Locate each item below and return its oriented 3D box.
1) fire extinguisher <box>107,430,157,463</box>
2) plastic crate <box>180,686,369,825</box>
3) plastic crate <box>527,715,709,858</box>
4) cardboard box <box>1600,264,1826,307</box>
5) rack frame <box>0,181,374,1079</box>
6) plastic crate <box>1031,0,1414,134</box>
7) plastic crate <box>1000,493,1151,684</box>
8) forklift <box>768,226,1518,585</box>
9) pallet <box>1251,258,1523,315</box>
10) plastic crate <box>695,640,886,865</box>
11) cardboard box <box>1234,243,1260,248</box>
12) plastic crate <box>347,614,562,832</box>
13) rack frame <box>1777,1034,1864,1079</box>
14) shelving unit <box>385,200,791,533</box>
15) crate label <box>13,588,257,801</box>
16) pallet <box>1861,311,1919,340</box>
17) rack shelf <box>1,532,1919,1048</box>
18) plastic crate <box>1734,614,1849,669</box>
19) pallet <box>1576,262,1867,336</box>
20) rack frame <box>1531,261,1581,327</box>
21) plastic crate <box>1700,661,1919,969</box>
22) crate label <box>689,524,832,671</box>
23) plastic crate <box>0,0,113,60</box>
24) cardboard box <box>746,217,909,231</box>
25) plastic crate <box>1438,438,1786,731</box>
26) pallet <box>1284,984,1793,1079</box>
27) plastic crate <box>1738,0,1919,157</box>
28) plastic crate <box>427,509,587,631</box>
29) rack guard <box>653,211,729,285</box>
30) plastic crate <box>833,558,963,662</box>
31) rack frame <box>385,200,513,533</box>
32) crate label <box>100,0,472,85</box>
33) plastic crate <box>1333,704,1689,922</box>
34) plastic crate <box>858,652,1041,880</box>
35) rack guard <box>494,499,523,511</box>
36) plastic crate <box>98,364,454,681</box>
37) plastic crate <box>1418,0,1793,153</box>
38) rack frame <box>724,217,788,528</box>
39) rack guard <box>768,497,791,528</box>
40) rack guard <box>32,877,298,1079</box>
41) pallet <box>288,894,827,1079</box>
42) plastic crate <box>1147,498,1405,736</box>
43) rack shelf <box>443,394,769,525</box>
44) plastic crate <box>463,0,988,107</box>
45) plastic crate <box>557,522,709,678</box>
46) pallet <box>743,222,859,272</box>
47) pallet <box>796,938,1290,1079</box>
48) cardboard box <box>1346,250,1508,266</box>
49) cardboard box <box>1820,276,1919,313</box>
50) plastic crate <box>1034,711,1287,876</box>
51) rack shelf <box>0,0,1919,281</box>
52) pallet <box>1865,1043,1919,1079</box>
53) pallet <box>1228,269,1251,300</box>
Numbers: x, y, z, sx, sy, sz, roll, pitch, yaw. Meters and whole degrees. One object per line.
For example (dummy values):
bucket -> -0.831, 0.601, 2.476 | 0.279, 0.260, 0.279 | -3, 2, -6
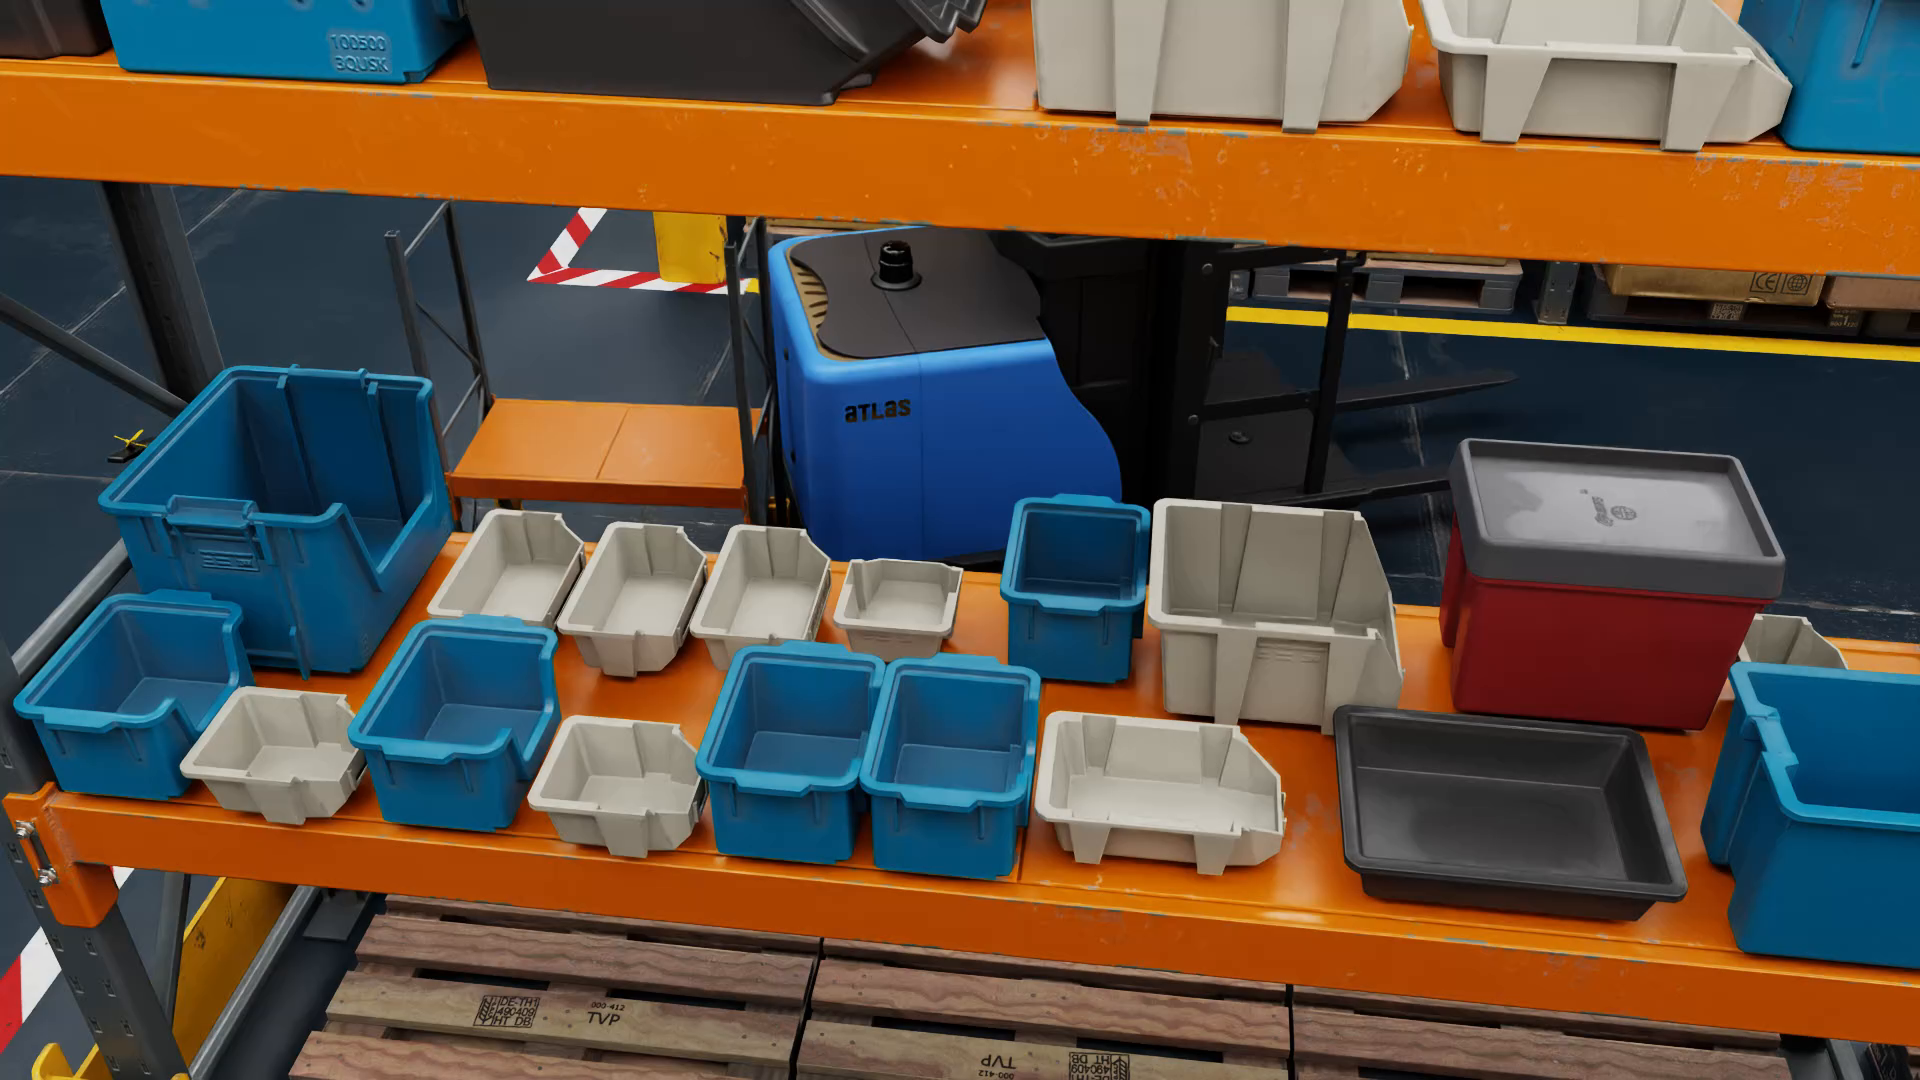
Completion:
fire extinguisher -> -1.911, -0.023, 4.088 | 0.183, 0.674, 0.296 | 4, 36, 6
plastic crate -> -1.309, 0.429, 3.243 | 0.298, 0.136, 0.250 | 4, 36, 6
plastic crate -> -0.636, 0.479, 3.172 | 0.298, 0.136, 0.250 | 4, 36, 6
cardboard box -> 3.416, -1.762, 7.604 | 0.875, 0.875, 1.225 | 4, 36, 6
rack frame -> -1.820, 0.066, 3.575 | 0.127, 3.000, 1.000 | 4, 36, 6
plastic crate -> 0.339, -0.765, 2.259 | 0.530, 0.282, 0.437 | 4, 36, 6
plastic crate -> 0.250, 0.114, 3.600 | 0.300, 0.233, 0.416 | 4, 36, 6
forklift -> 0.873, -1.314, 5.568 | 3.031, 2.935, 1.130 | -8, 36, -11
pallet -> 2.034, -1.458, 8.111 | 1.213, 0.211, 1.003 | 4, 36, 6
plastic crate -> -0.311, 0.415, 3.178 | 0.300, 0.233, 0.416 | 4, 36, 6
cardboard box -> 1.242, -1.959, 7.881 | 0.875, 0.875, 0.875 | 4, 36, 6
plastic crate -> -0.964, 0.367, 3.247 | 0.300, 0.233, 0.416 | 4, 36, 6
rack frame -> 2.148, 0.362, 3.160 | 0.127, 3.000, 1.000 | 4, 36, 6
shelving unit -> -1.175, -0.413, 5.537 | 1.083, 1.500, 0.587 | 2, 36, 3
crate label -> -1.617, 0.318, 3.315 | 0.303, 0.233, 0.416 | 4, 36, 6
pallet -> 4.767, -1.254, 7.825 | 1.213, 0.211, 1.003 | 4, 36, 6
rack shelf -> 0.164, 0.507, 3.577 | 4.000, 0.370, 1.077 | 4, 36, 6
plastic crate -> 1.704, 0.328, 3.383 | 0.243, 0.136, 0.396 | 4, 36, 6
pallet -> 3.554, -1.343, 7.950 | 1.213, 0.211, 1.003 | 4, 36, 6
rack frame -> 2.779, -2.492, 7.159 | 0.127, 3.000, 1.000 | 4, 36, 6
plastic crate -> 1.641, 0.506, 2.921 | 0.575, 0.384, 0.392 | 4, 36, 6
crate label -> -0.423, 0.142, 3.645 | 0.243, 0.136, 0.396 | 4, 36, 6
plastic crate -> -1.473, -0.912, 2.477 | 0.590, 0.269, 0.497 | 4, 36, 6
cardboard box -> -0.544, -2.092, 8.067 | 0.875, 0.875, 0.875 | 4, 36, 6
plastic crate -> 1.294, 0.101, 3.419 | 0.583, 0.464, 0.402 | 4, 36, 6
pallet -> 1.414, 1.465, 4.015 | 1.213, 0.211, 1.003 | 4, 36, 6
plastic crate -> 1.204, -0.674, 2.174 | 0.300, 0.233, 0.416 | 4, 36, 6
plastic crate -> -0.988, 0.105, 3.696 | 0.243, 0.136, 0.396 | 4, 36, 6
rack guard -> -1.212, -1.772, 8.302 | 0.348, 0.500, 1.175 | 4, 36, 6
plastic crate -> -0.127, 0.153, 3.629 | 0.250, 0.136, 0.298 | 4, 36, 6
rack frame -> -1.673, -0.434, 5.567 | 0.032, 1.500, 0.500 | 2, 36, 3
crate label -> -0.946, -0.840, 2.390 | 0.502, 0.251, 0.408 | 4, 36, 6
plastic crate -> 1.003, 0.522, 3.122 | 0.590, 0.125, 0.437 | 4, 36, 6
plastic crate -> -0.013, 0.438, 3.147 | 0.300, 0.233, 0.416 | 4, 36, 6
rack guard -> -1.672, 0.075, 5.930 | 0.087, 0.250, 0.587 | 2, 36, 3
plastic crate -> -1.464, -0.055, 3.663 | 0.499, 0.435, 0.616 | 4, 36, 6
plastic crate -> 0.838, -0.626, 2.190 | 0.466, 0.136, 0.293 | 4, 36, 6
rack frame -> -0.659, -0.391, 5.506 | 0.032, 1.500, 0.500 | 2, 36, 3
rack guard -> -0.679, 0.117, 5.870 | 0.087, 0.250, 0.587 | 2, 36, 3
rack guard -> -1.845, 1.089, 4.293 | 0.348, 0.500, 1.175 | 4, 36, 6
pallet -> -1.006, 1.285, 4.268 | 1.213, 0.211, 1.003 | 4, 36, 6
plastic crate -> 0.657, 0.167, 3.484 | 0.530, 0.282, 0.437 | 4, 36, 6
rack shelf -> -1.166, -0.266, 5.641 | 1.000, 0.185, 0.538 | 2, 36, 3
plastic crate -> -0.339, -0.858, 2.341 | 0.767, 0.338, 0.504 | 4, 36, 6
plastic crate -> -0.702, 0.135, 3.654 | 0.243, 0.136, 0.396 | 4, 36, 6
pallet -> -0.386, -1.638, 8.364 | 1.213, 0.211, 1.003 | 4, 36, 6
pallet -> 0.200, 1.376, 4.140 | 1.213, 0.211, 1.003 | 4, 36, 6
cardboard box -> 2.134, -1.893, 7.787 | 0.875, 0.875, 0.875 | 4, 36, 6
cardboard box -> 4.302, -1.696, 7.512 | 0.875, 0.875, 1.225 | 3, 36, 4
plastic crate -> 0.382, 0.490, 3.157 | 0.466, 0.136, 0.293 | 4, 36, 6
rack shelf -> 0.164, -0.714, 2.705 | 4.000, 0.370, 1.077 | 4, 36, 6
pallet -> 2.908, 1.578, 3.857 | 1.213, 0.211, 1.003 | 4, 36, 6
pallet -> 0.821, -1.547, 8.236 | 1.213, 0.211, 1.003 | 4, 36, 6
